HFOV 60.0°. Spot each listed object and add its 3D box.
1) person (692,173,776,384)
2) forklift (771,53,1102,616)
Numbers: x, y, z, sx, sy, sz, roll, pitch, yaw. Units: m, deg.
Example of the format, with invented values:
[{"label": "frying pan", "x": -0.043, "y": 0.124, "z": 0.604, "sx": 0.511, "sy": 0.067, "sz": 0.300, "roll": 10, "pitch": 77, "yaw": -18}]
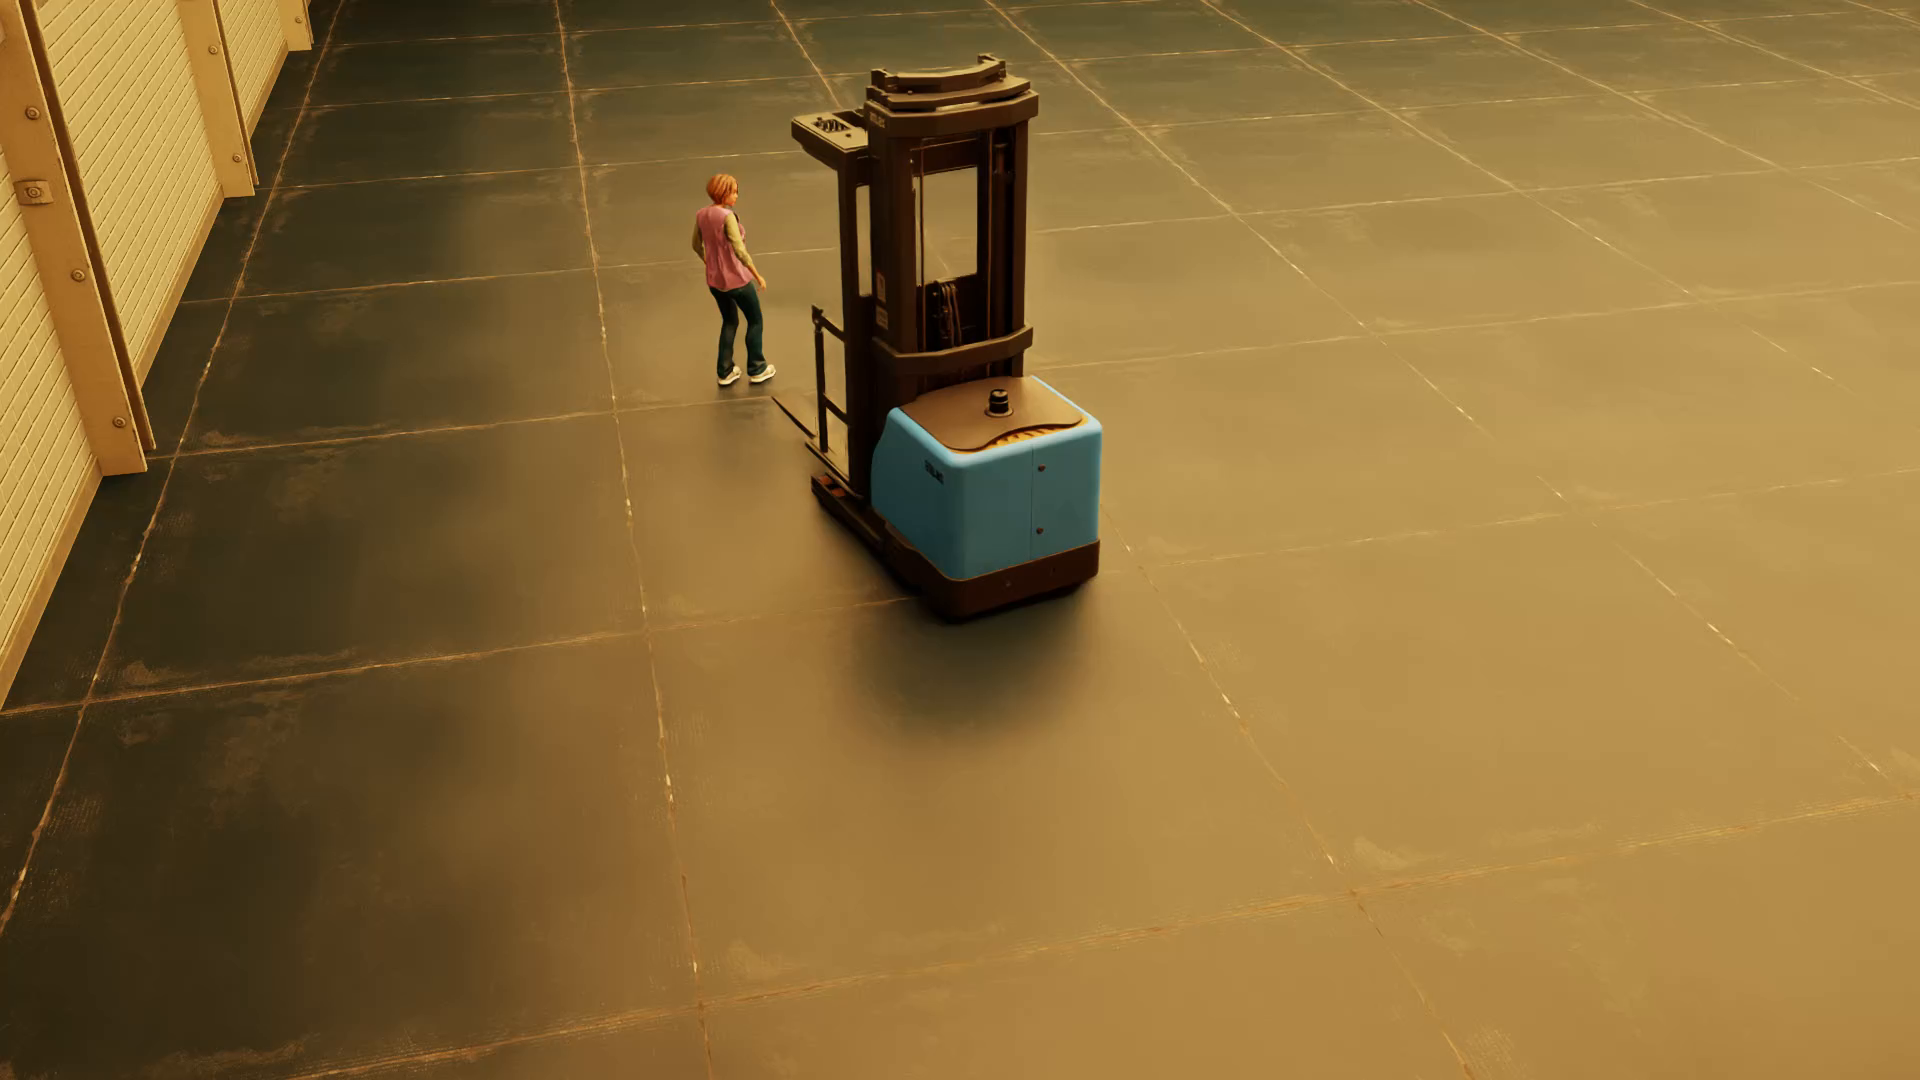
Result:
[{"label": "person", "x": -1.670, "y": -1.920, "z": 12.249, "sx": 0.621, "sy": 1.580, "sz": 0.461, "roll": 20, "pitch": 36, "yaw": 31}, {"label": "forklift", "x": -0.321, "y": -1.538, "z": 10.231, "sx": 1.130, "sy": 2.935, "sz": 3.031, "roll": -16, "pitch": 34, "yaw": -25}]
